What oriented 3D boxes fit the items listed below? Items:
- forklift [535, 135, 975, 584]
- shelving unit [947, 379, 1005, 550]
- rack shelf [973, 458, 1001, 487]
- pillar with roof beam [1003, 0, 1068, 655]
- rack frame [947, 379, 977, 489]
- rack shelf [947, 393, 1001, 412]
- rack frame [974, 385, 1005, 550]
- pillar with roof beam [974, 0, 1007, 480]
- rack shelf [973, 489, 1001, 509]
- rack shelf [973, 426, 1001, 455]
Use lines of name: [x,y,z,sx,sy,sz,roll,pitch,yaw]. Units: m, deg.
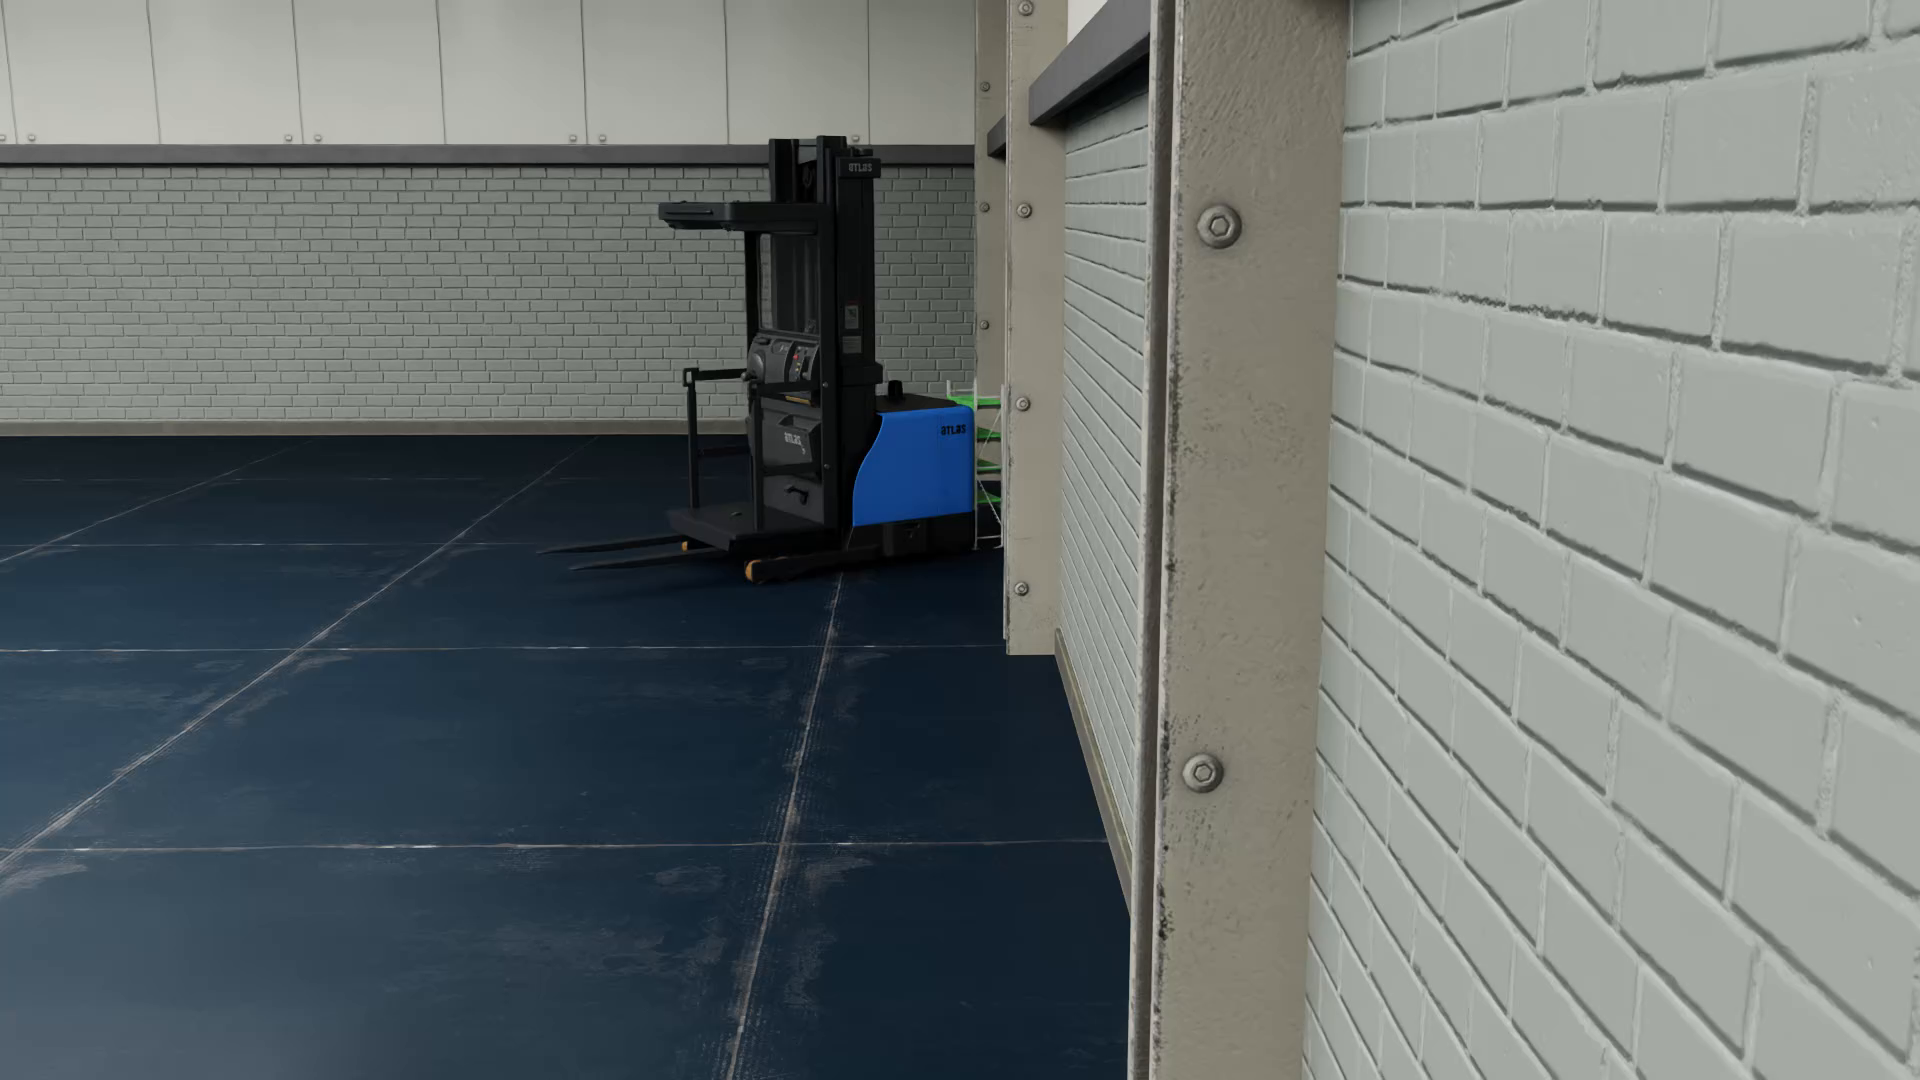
forklift: [-1.394,-1.259,11.391,3.031,2.935,1.130,-8,14,-34]
shelving unit: [0.114,-0.572,12.361,0.258,1.200,0.503,-5,13,-24]
rack shelf: [0.114,-0.509,12.374,0.258,0.148,0.480,-5,13,-24]
pillar with roof beam: [-3.891,-3.786,8.587,9.100,9.000,0.400,0,11,-1]
rack frame: [0.014,-0.616,12.580,0.240,1.200,0.015,-5,13,-24]
rack shelf: [0.114,-0.980,12.279,0.258,0.148,0.480,-5,13,-24]
rack frame: [0.214,-0.528,12.143,0.240,1.200,0.015,-5,13,-24]
pillar with roof beam: [-4.015,-4.979,14.466,9.100,9.000,0.400,0,11,-1]
rack shelf: [0.114,-0.274,12.422,0.258,0.148,0.480,-5,13,-24]
rack shelf: [0.114,-0.745,12.326,0.258,0.148,0.480,-5,13,-24]
